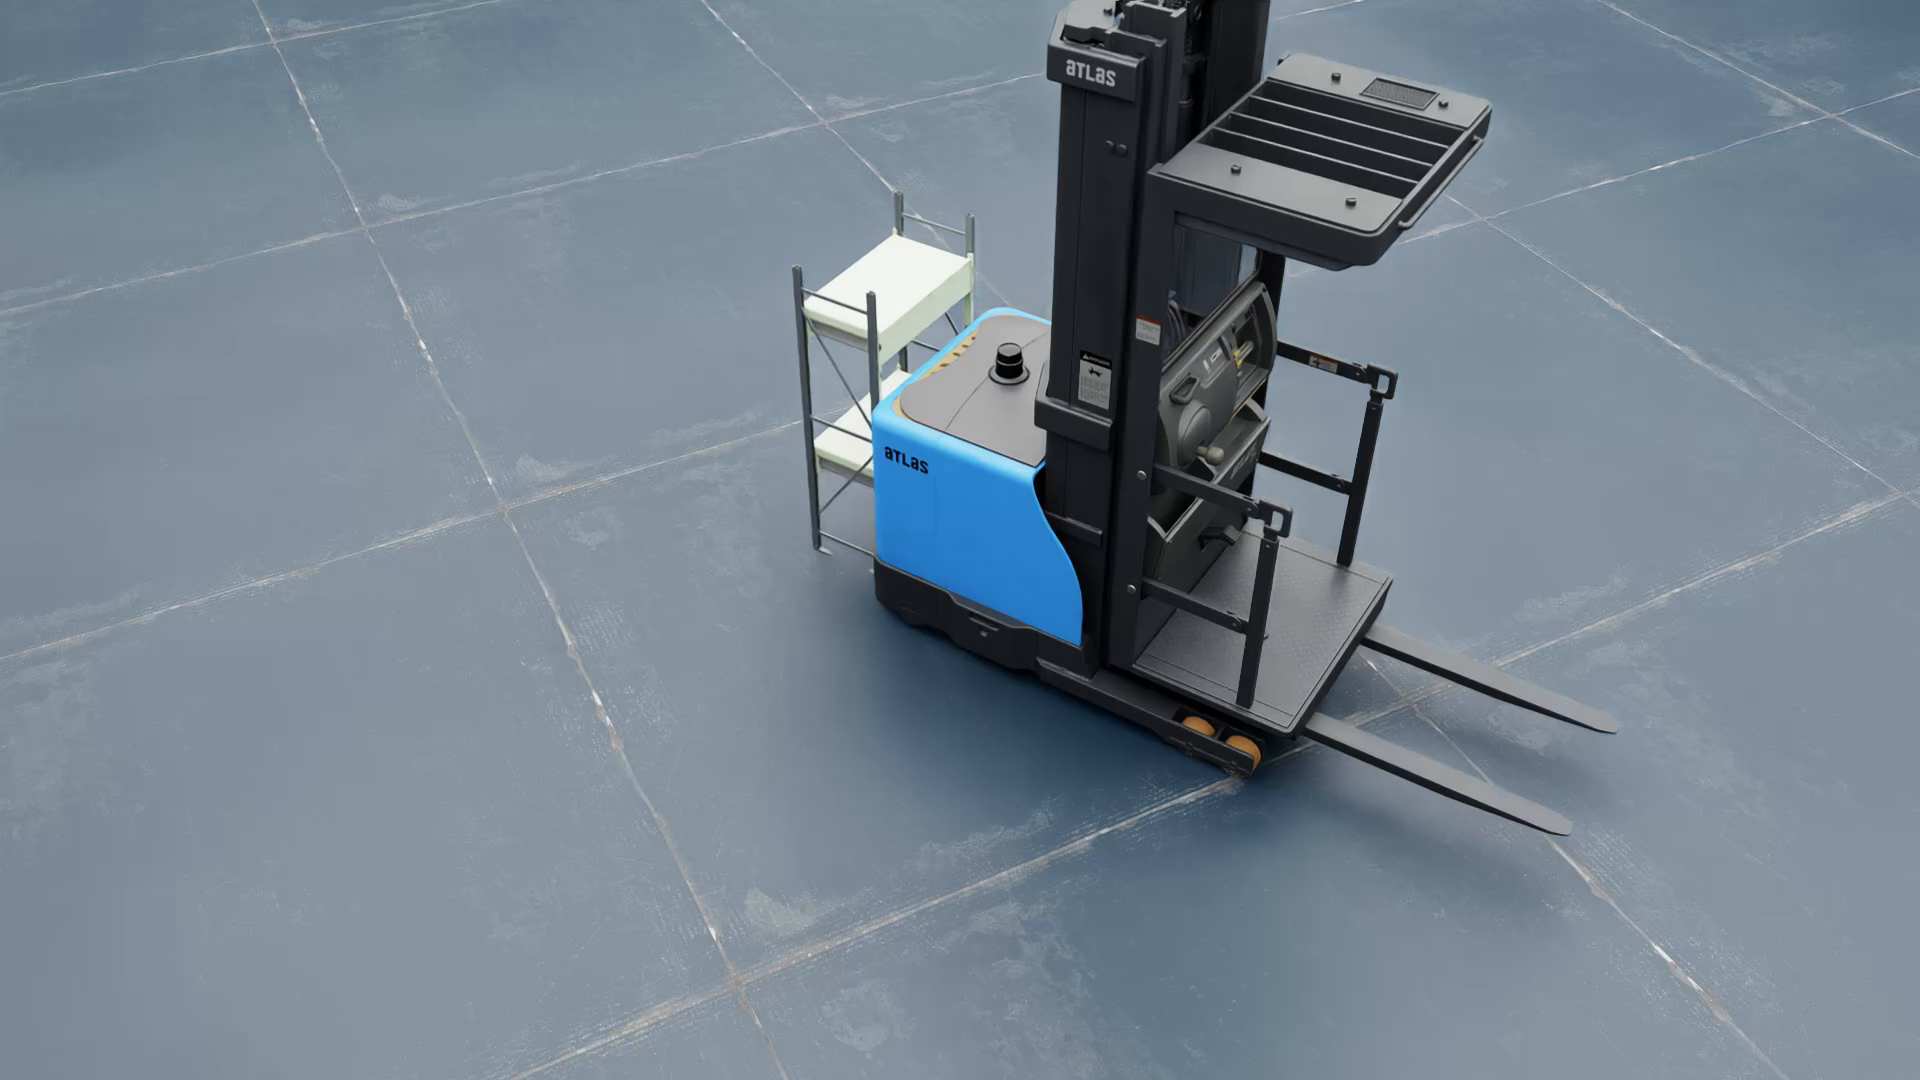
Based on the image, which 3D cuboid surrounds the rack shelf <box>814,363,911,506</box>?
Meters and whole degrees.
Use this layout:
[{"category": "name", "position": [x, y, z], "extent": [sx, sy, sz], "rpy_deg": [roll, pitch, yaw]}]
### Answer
[{"category": "rack shelf", "position": [-0.309, -0.420, 7.579], "extent": [0.431, 0.370, 0.720], "rpy_deg": [22, 45, 24]}]

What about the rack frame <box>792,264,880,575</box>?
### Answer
[{"category": "rack frame", "position": [-0.506, -0.470, 7.133], "extent": [0.400, 1.500, 0.023], "rpy_deg": [22, 45, 24]}]

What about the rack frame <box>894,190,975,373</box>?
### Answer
[{"category": "rack frame", "position": [-0.111, -0.868, 7.604], "extent": [0.400, 1.500, 0.023], "rpy_deg": [22, 45, 24]}]

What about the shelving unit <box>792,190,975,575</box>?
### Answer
[{"category": "shelving unit", "position": [-0.309, -0.669, 7.368], "extent": [0.431, 1.500, 0.755], "rpy_deg": [22, 45, 24]}]

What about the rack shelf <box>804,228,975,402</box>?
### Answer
[{"category": "rack shelf", "position": [-0.309, -0.967, 7.116], "extent": [0.431, 0.370, 0.720], "rpy_deg": [22, 45, 24]}]

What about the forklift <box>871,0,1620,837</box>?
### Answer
[{"category": "forklift", "position": [1.142, -0.569, 6.143], "extent": [3.031, 2.935, 1.130], "rpy_deg": [22, 45, 24]}]
